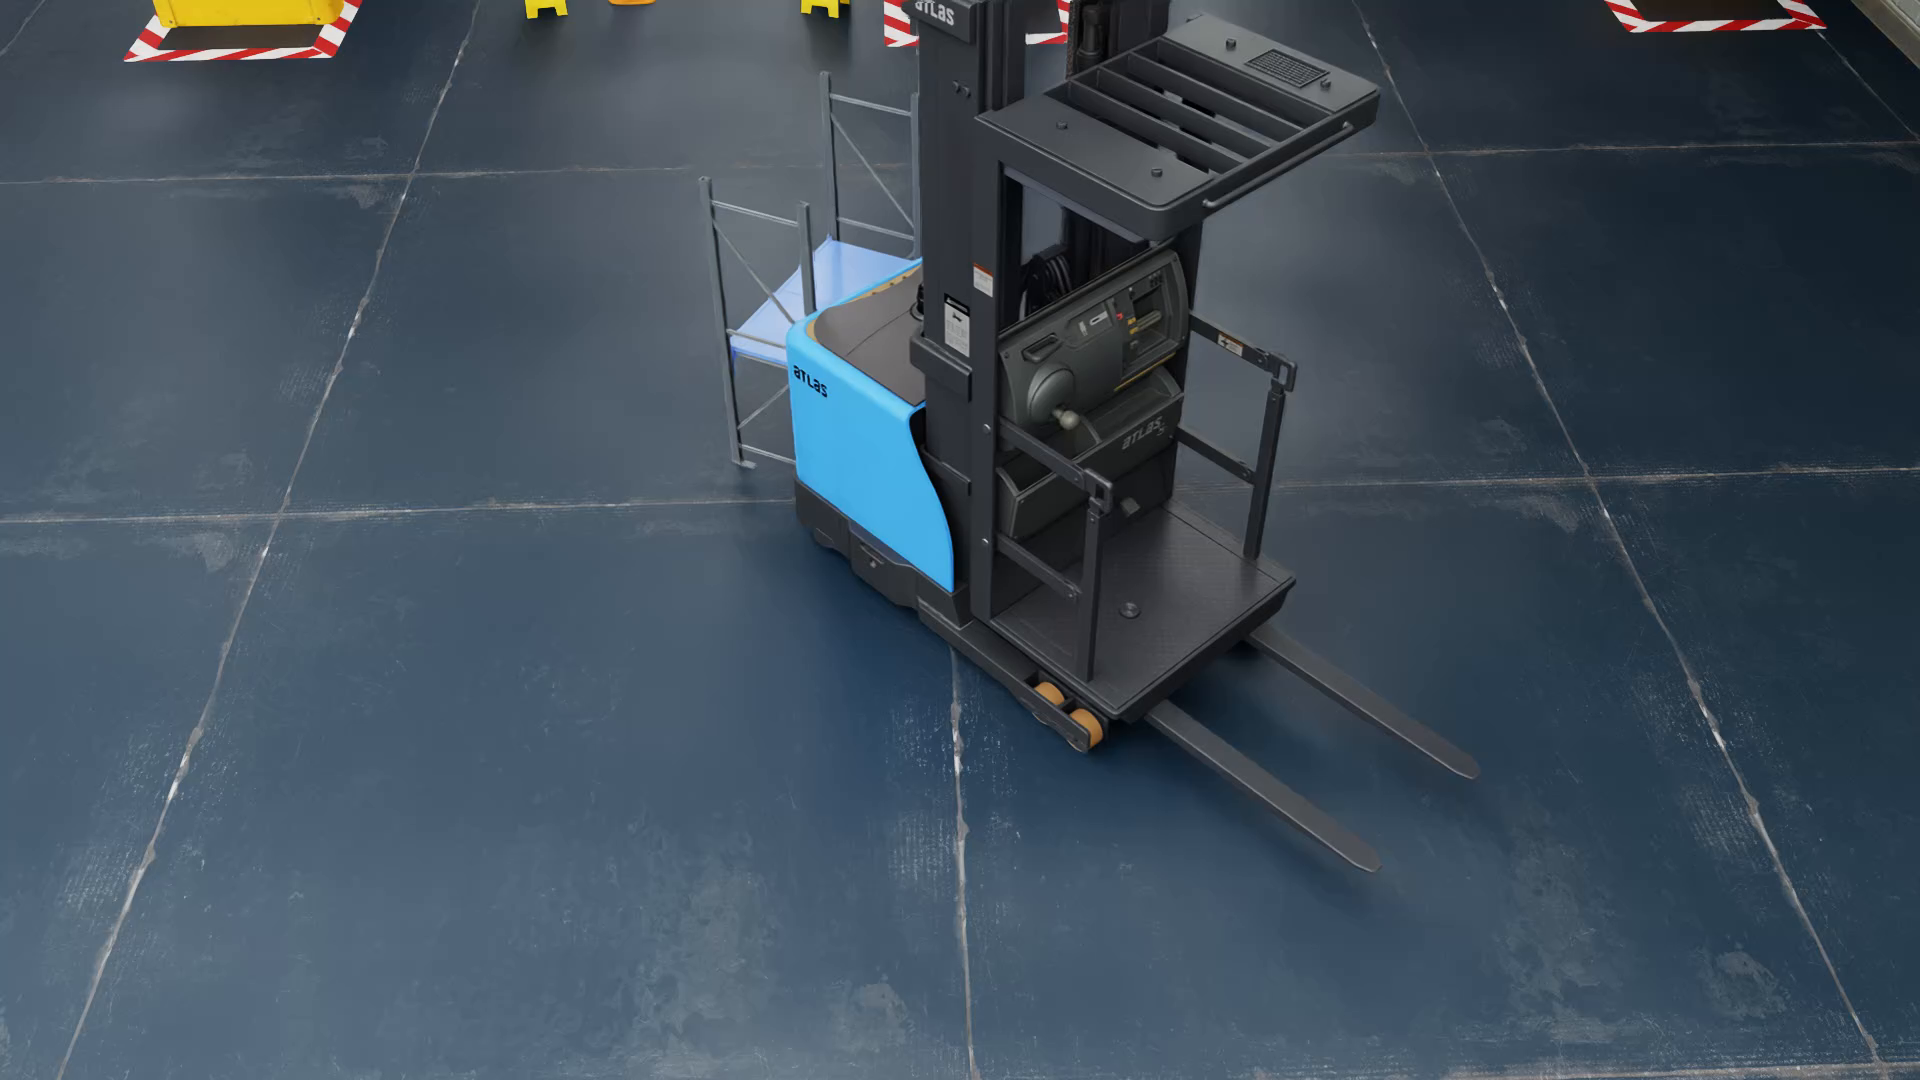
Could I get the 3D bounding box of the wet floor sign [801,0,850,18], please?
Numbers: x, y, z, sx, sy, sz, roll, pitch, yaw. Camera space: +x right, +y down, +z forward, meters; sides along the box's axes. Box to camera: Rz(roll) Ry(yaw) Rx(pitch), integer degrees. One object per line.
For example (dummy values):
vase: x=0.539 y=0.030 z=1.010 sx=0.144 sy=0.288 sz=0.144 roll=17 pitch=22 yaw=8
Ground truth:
wet floor sign: x=-0.918 y=-3.872 z=11.147 sx=0.267 sy=0.644 sz=0.232 roll=12 pitch=44 yaw=13

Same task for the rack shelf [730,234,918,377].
rack shelf: x=-0.617 y=-1.033 z=7.683 sx=0.538 sy=0.185 sz=1.000 roll=18 pitch=45 yaw=18

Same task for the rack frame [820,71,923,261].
rack frame: x=-0.398 y=-1.476 z=7.900 sx=0.500 sy=1.500 sz=0.032 roll=18 pitch=45 yaw=18

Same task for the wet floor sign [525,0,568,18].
wet floor sign: x=-2.819 y=-3.858 z=11.131 sx=0.267 sy=0.644 sz=0.232 roll=-8 pitch=43 yaw=-9

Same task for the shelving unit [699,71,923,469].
shelving unit: x=-0.617 y=-1.166 z=7.561 sx=0.538 sy=1.500 sz=1.048 roll=18 pitch=45 yaw=18

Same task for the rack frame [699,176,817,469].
rack frame: x=-0.835 y=-0.855 z=7.223 sx=0.500 sy=1.500 sz=0.032 roll=18 pitch=45 yaw=18

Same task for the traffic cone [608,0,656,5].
traffic cone: x=-2.258 y=-3.956 z=11.373 sx=0.336 sy=0.463 sz=0.334 roll=-2 pitch=43 yaw=-2

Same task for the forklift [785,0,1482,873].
forklift: x=0.647 y=-0.652 z=5.942 sx=1.130 sy=2.935 sz=3.031 roll=-33 pitch=52 yaw=-30

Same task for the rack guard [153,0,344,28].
rack guard: x=-4.797 y=-3.751 z=11.122 sx=1.175 sy=0.500 sz=0.348 roll=-2 pitch=43 yaw=-2
